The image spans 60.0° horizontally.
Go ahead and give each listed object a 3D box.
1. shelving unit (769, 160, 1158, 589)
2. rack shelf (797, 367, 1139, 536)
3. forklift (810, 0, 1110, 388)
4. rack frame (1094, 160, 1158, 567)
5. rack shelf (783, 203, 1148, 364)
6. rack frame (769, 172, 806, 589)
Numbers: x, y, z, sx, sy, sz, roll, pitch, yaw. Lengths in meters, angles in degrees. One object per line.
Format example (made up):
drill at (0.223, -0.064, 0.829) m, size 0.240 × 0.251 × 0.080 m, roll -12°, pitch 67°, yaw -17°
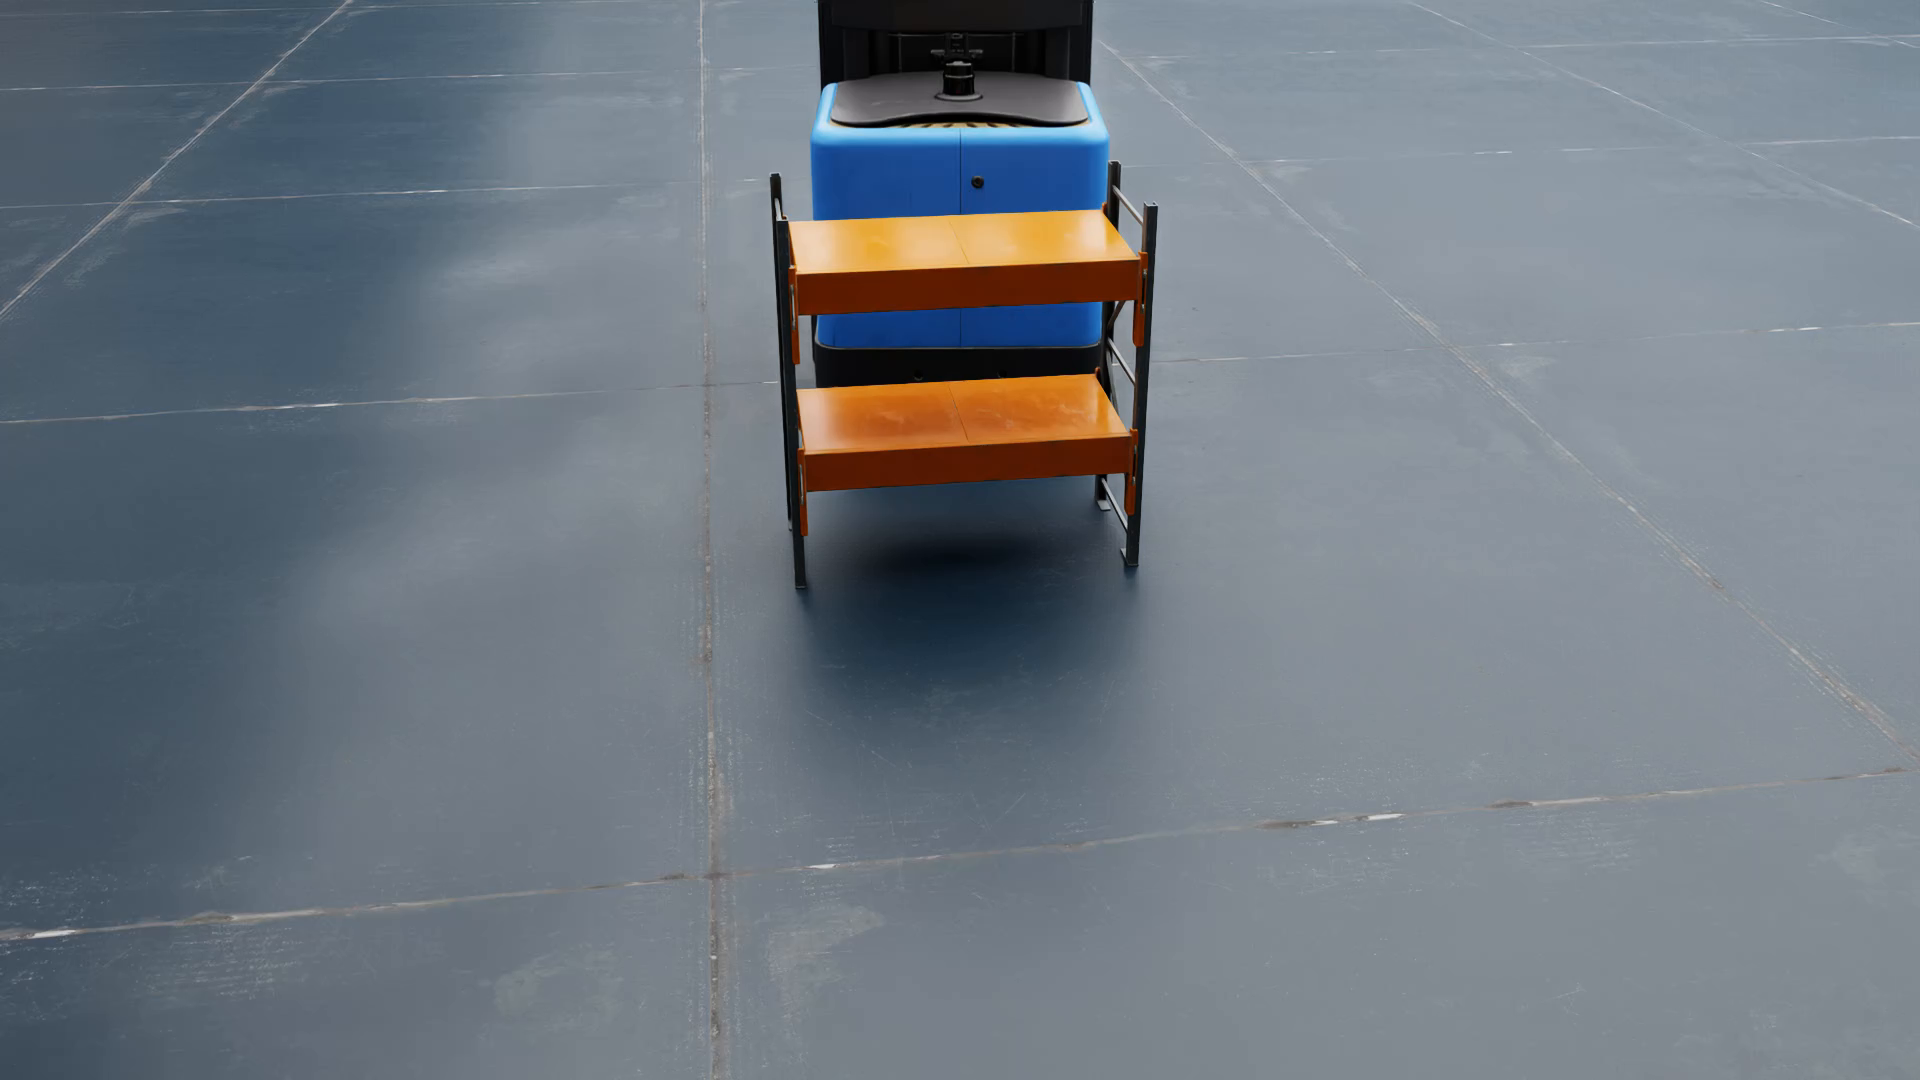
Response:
shelving unit at (-0.007, -0.500, 4.992) m, size 1.048 × 1.125 × 0.538 m, roll -4°, pitch 27°, yaw -7°
rack shelf at (-0.007, -0.282, 5.104) m, size 1.000 × 0.278 × 0.538 m, roll -4°, pitch 27°, yaw -7°
forklift at (-0.023, -2.398, 6.714) m, size 1.130 × 2.935 × 3.031 m, roll 0°, pitch 27°, yaw -1°
rack frame at (0.497, -0.532, 5.055) m, size 0.032 × 1.125 × 0.500 m, roll -4°, pitch 27°, yaw -7°
rack shelf at (-0.007, -0.760, 4.859) m, size 1.000 × 0.278 × 0.538 m, roll -4°, pitch 27°, yaw -7°
rack frame at (-0.510, -0.468, 4.929) m, size 0.032 × 1.125 × 0.500 m, roll -4°, pitch 27°, yaw -7°
